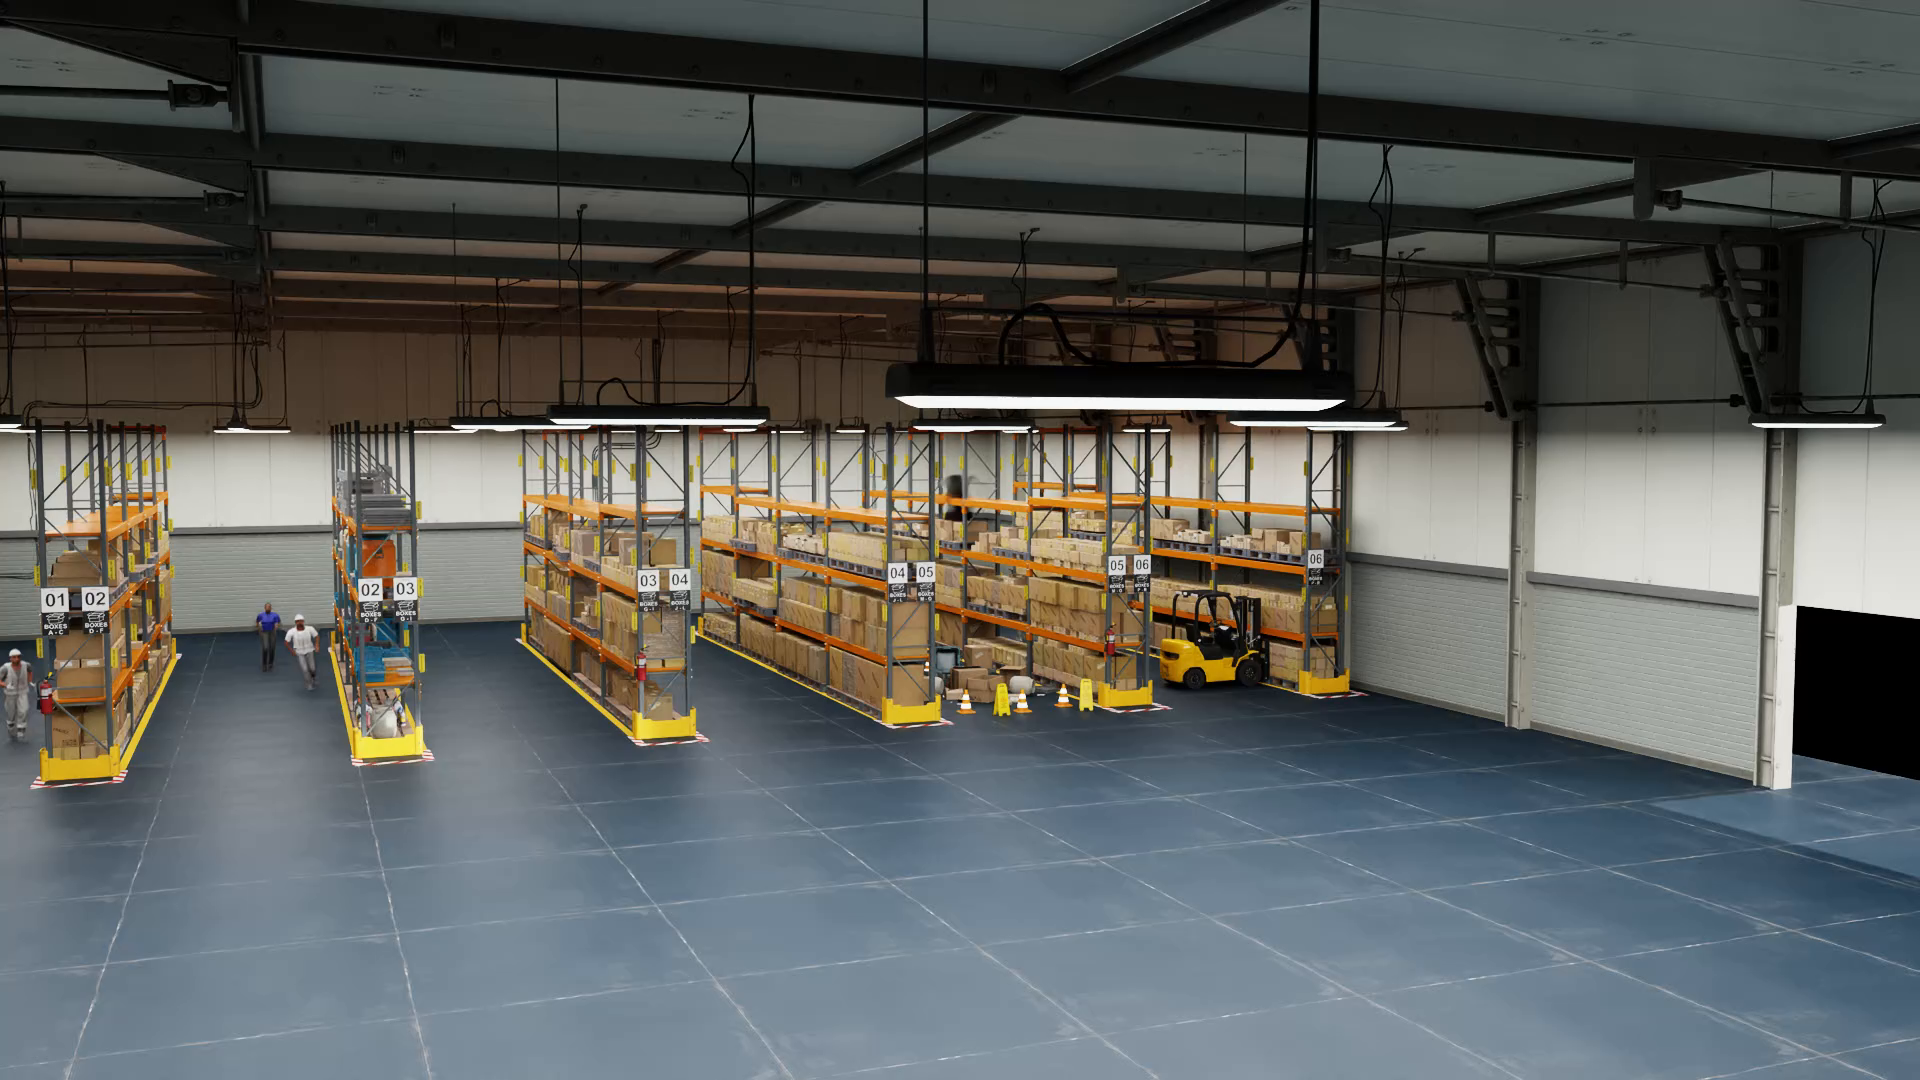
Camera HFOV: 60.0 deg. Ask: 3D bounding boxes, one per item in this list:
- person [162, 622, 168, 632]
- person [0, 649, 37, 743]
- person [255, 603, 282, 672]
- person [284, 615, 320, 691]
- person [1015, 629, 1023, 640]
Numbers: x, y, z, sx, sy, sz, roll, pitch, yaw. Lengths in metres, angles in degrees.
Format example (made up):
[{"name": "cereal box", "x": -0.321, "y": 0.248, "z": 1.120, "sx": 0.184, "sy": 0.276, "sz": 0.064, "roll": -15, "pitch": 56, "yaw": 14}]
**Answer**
[{"name": "person", "x": -21.351, "y": 2.133, "z": 44.195, "sx": 0.961, "sy": 1.669, "sz": 0.535, "roll": 1, "pitch": 4, "yaw": 13}, {"name": "person", "x": -17.709, "y": 2.895, "z": 31.192, "sx": 0.679, "sy": 1.754, "sz": 0.960, "roll": -3, "pitch": 4, "yaw": -36}, {"name": "person", "x": -16.888, "y": 2.369, "z": 40.648, "sx": 0.588, "sy": 1.690, "sz": 0.708, "roll": -2, "pitch": 4, "yaw": -25}, {"name": "person", "x": -14.807, "y": 2.534, "z": 37.429, "sx": 0.755, "sy": 1.723, "sz": 0.571, "roll": -1, "pitch": 4, "yaw": -22}, {"name": "person", "x": 1.567, "y": 2.014, "z": 46.629, "sx": 0.540, "sy": 1.563, "sz": 0.610, "roll": -2, "pitch": 4, "yaw": -33}]
